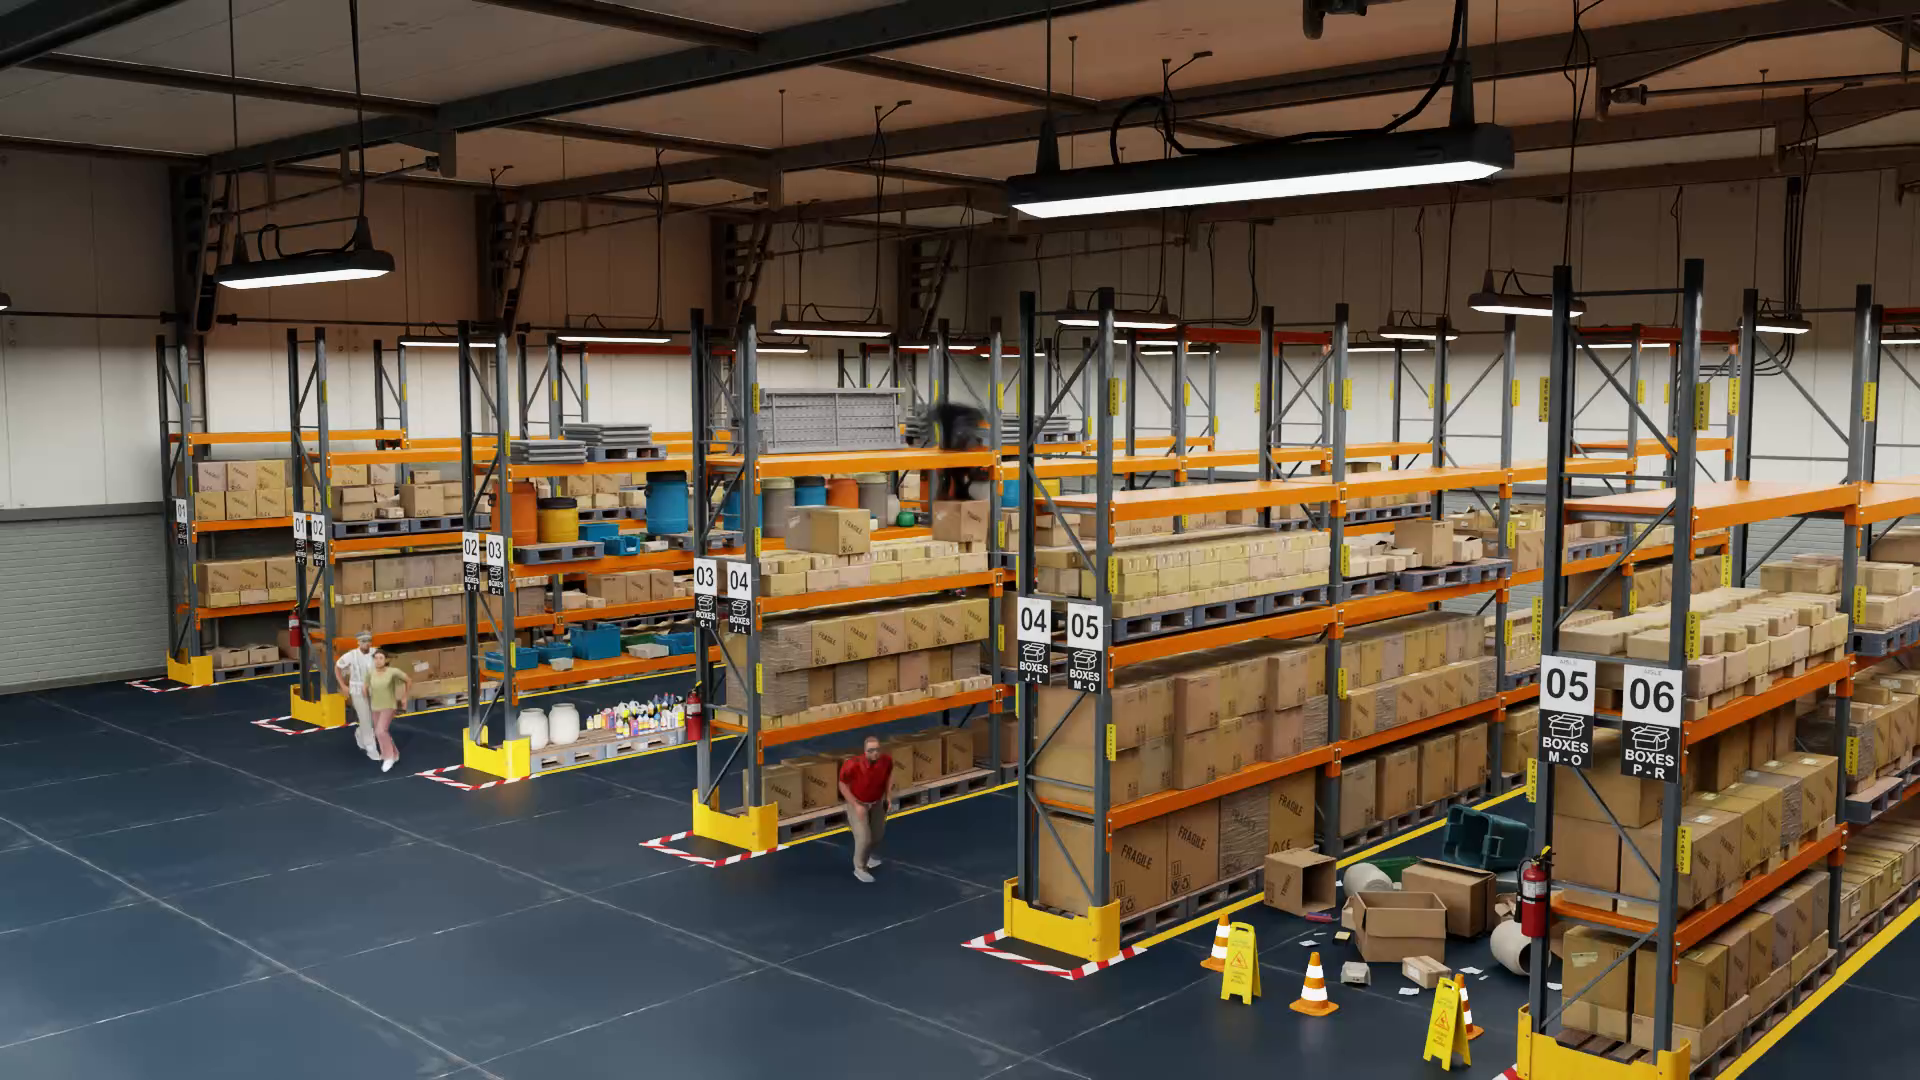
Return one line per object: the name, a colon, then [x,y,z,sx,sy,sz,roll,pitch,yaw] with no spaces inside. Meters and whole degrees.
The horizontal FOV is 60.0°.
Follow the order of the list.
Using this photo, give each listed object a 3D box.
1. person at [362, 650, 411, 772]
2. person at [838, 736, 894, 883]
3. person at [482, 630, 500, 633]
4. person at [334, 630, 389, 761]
person: [-7.689,2.264,22.226,0.581,1.628,0.739,1,5,10]
person: [-0.997,2.762,17.329,0.707,1.595,0.866,-4,7,-36]
person: [-8.303,1.550,29.428,0.647,1.748,0.724,4,7,37]
person: [-8.237,2.111,23.048,0.712,1.764,0.965,-5,7,-44]
